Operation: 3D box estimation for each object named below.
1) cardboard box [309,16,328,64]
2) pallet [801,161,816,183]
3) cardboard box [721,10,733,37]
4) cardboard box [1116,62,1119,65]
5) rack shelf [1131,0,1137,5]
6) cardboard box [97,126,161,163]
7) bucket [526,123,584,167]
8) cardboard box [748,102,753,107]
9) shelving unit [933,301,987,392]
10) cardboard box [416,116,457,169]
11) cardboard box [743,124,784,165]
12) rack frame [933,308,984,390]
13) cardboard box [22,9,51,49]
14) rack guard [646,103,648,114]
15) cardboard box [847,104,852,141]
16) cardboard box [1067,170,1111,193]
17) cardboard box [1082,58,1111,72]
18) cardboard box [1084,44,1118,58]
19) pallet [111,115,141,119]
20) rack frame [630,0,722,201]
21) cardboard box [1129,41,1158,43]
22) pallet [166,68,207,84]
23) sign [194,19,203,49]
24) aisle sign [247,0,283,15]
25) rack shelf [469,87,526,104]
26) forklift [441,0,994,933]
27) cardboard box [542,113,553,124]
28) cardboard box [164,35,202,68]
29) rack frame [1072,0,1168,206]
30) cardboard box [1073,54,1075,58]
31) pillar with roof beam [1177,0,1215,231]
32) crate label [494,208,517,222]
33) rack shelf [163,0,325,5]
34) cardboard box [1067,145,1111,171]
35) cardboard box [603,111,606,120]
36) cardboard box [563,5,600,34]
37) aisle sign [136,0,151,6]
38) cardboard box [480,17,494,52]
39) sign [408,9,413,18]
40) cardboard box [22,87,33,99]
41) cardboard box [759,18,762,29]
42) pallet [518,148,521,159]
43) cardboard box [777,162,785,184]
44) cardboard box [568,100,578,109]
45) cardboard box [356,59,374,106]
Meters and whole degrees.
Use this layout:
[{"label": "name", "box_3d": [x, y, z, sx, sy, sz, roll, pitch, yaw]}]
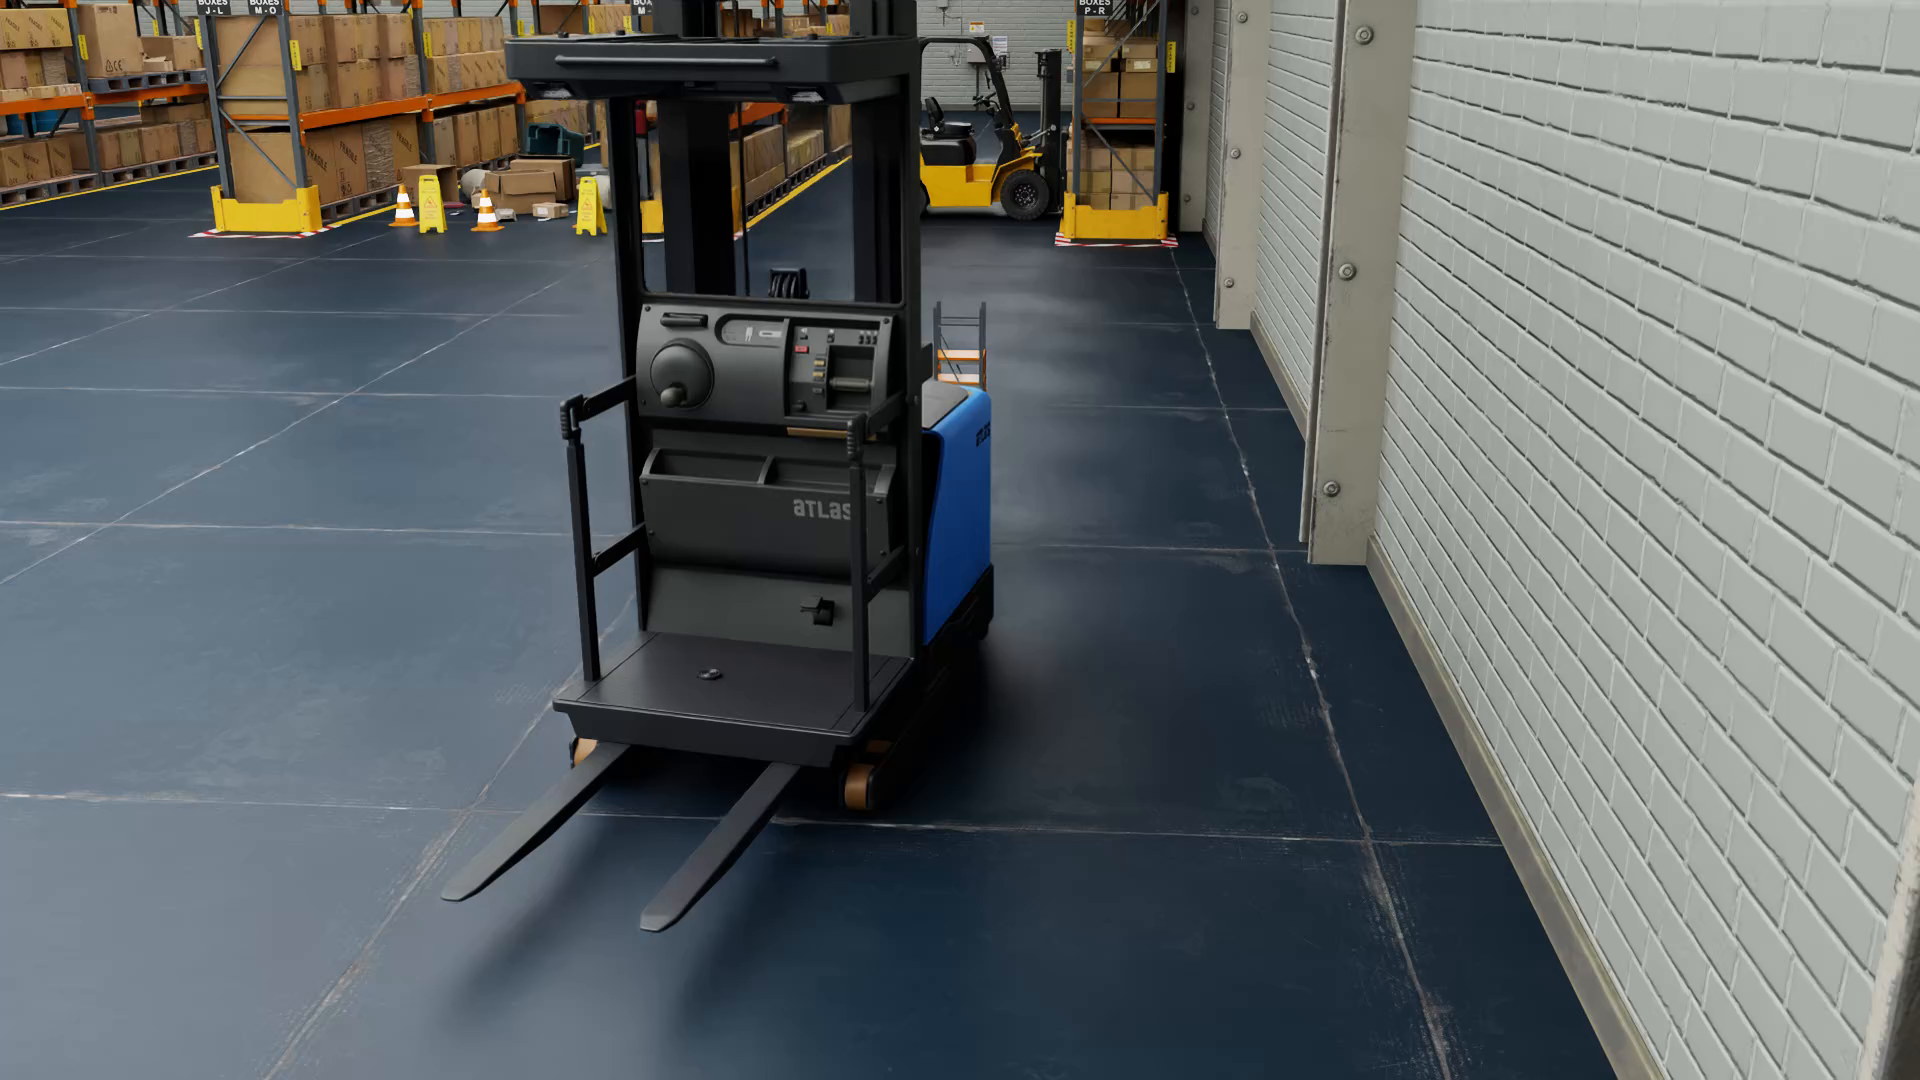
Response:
[{"label": "cardboard box", "box_3d": [-8.110, -5.959, 19.816, 0.875, 0.550, 0.550, 1, 18, 4]}, {"label": "pallet", "box_3d": [-2.752, -5.547, 25.013, 1.003, 0.211, 1.213, 1, 18, 4]}, {"label": "cardboard box", "box_3d": [-3.207, -6.305, 20.604, 0.700, 0.500, 0.500, 1, 18, 4]}, {"label": "cardboard box", "box_3d": [2.258, -5.888, 21.415, 0.500, 0.500, 0.500, 2, 18, 5]}, {"label": "rack shelf", "box_3d": [2.490, -9.088, 27.678, 1.077, 0.370, 4.000, 1, 18, 4]}, {"label": "cardboard box", "box_3d": [-12.617, -6.005, 25.239, 0.700, 0.500, 0.500, 0, 18, -1]}, {"label": "bucket", "box_3d": [-5.546, -5.403, 22.910, 0.726, 0.611, 0.620, 8, 10, 23]}, {"label": "cardboard box", "box_3d": [-2.787, -5.472, 20.710, 0.380, 0.149, 0.250, 1, 18, 2]}, {"label": "shelving unit", "box_3d": [-0.001, -0.566, 8.222, 0.258, 1.200, 0.189, 1, 18, 4]}, {"label": "cardboard box", "box_3d": [-7.881, -5.655, 23.802, 1.050, 0.750, 0.750, 1, 18, 4]}, {"label": "cardboard box", "box_3d": [-2.666, -5.310, 22.348, 0.500, 0.500, 0.500, 1, 18, 3]}, {"label": "rack frame", "box_3d": [-0.008, -0.537, 8.136, 0.240, 1.200, 0.006, 1, 18, 4]}, {"label": "cardboard box", "box_3d": [-12.568, -6.834, 22.219, 0.500, 0.500, 0.500, 1, 18, 4]}, {"label": "rack guard", "box_3d": [-6.981, -8.845, 34.614, 1.175, 0.500, 0.348, 1, 18, 4]}, {"label": "cardboard box", "box_3d": [-2.339, -7.450, 29.079, 0.875, 0.875, 0.875, 2, 18, 6]}, {"label": "cardboard box", "box_3d": [1.496, -4.187, 19.323, 0.500, 0.250, 0.500, 1, 18, 3]}, {"label": "cardboard box", "box_3d": [1.519, -5.368, 18.786, 0.380, 0.149, 0.250, 2, 18, 5]}, {"label": "cardboard box", "box_3d": [1.589, -5.512, 18.746, 0.380, 0.149, 0.250, 1, 18, 4]}, {"label": "pallet", "box_3d": [-16.953, -8.729, 34.723, 1.003, 0.211, 1.213, 1, 18, 4]}, {"label": "rack frame", "box_3d": [-3.178, -5.008, 18.890, 1.000, 3.000, 0.127, 1, 18, 4]}, {"label": "cardboard box", "box_3d": [2.211, -5.896, 19.920, 0.380, 0.149, 0.250, 1, 18, 3]}, {"label": "pallet", "box_3d": [-12.434, -7.399, 26.495, 1.213, 0.211, 1.003, 1, 18, 4]}, {"label": "sign", "box_3d": [-8.663, -5.766, 18.964, 0.100, 0.325, 0.005, 1, 18, 4]}, {"label": "aisle sign", "box_3d": [-7.828, -6.294, 18.639, 0.394, 0.787, 0.004, 1, 18, 4]}, {"label": "rack shelf", "box_3d": [-7.405, -7.851, 28.722, 1.077, 0.370, 4.000, 1, 18, 4]}, {"label": "forklift", "box_3d": [-0.736, -0.608, 5.570, 1.130, 2.935, 3.031, 5, 19, 14]}, {"label": "cardboard box", "box_3d": [-7.211, -6.954, 28.168, 0.500, 0.500, 0.500, 1, 18, 5]}, {"label": "cardboard box", "box_3d": [-12.488, -7.792, 26.552, 0.500, 0.500, 0.500, -1, 18, -3]}, {"label": "rack frame", "box_3d": [1.773, -4.898, 18.555, 1.000, 3.000, 0.127, 1, 18, 4]}, {"label": "cardboard box", "box_3d": [2.100, -7.846, 27.118, 0.500, 0.250, 0.500, 0, 18, 1]}, {"label": "pillar with roof beam", "box_3d": [-1.572, -8.042, 18.513, 9.100, 9.000, 0.400, 1, 18, 4]}, {"label": "crate label", "box_3d": [-5.571, -3.975, 20.334, 0.250, 0.136, 0.298, -9, 20, -25]}, {"label": "rack shelf", "box_3d": [-12.345, -9.419, 28.688, 1.077, 0.370, 4.000, 1, 18, 4]}, {"label": "cardboard box", "box_3d": [1.495, -4.416, 19.220, 0.500, 0.250, 0.500, 2, 18, 6]}, {"label": "cardboard box", "box_3d": [-6.985, -8.147, 31.894, 0.380, 0.149, 0.250, 0, 18, 1]}, {"label": "cardboard box", "box_3d": [-6.987, -9.613, 30.699, 0.500, 0.500, 0.500, 2, 18, 5]}, {"label": "aisle sign", "box_3d": [-17.147, -11.573, 34.751, 0.394, 0.787, 0.004, 1, 18, 4]}, {"label": "cardboard box", "box_3d": [-7.626, -7.798, 25.638, 0.700, 0.500, 0.500, 1, 18, 3]}, {"label": "sign", "box_3d": [-11.375, -10.845, 34.463, 0.100, 0.325, 0.005, 1, 18, 4]}, {"label": "cardboard box", "box_3d": [-12.659, -5.970, 22.230, 0.380, 0.149, 0.250, 1, 18, 4]}, {"label": "cardboard box", "box_3d": [-3.051, -7.396, 23.821, 0.380, 0.149, 0.250, 1, 18, 2]}, {"label": "pallet", "box_3d": [-7.491, -6.489, 27.889, 1.003, 0.211, 1.213, 1, 18, 4]}, {"label": "cardboard box", "box_3d": [-2.665, -4.954, 22.465, 0.500, 0.250, 0.500, 2, 18, 6]}, {"label": "cardboard box", "box_3d": [-7.113, -7.786, 29.503, 0.500, 0.250, 0.500, 2, 18, 7]}, {"label": "cardboard box", "box_3d": [-7.961, -5.783, 21.013, 0.875, 0.550, 0.500, 1, 18, 4]}]
